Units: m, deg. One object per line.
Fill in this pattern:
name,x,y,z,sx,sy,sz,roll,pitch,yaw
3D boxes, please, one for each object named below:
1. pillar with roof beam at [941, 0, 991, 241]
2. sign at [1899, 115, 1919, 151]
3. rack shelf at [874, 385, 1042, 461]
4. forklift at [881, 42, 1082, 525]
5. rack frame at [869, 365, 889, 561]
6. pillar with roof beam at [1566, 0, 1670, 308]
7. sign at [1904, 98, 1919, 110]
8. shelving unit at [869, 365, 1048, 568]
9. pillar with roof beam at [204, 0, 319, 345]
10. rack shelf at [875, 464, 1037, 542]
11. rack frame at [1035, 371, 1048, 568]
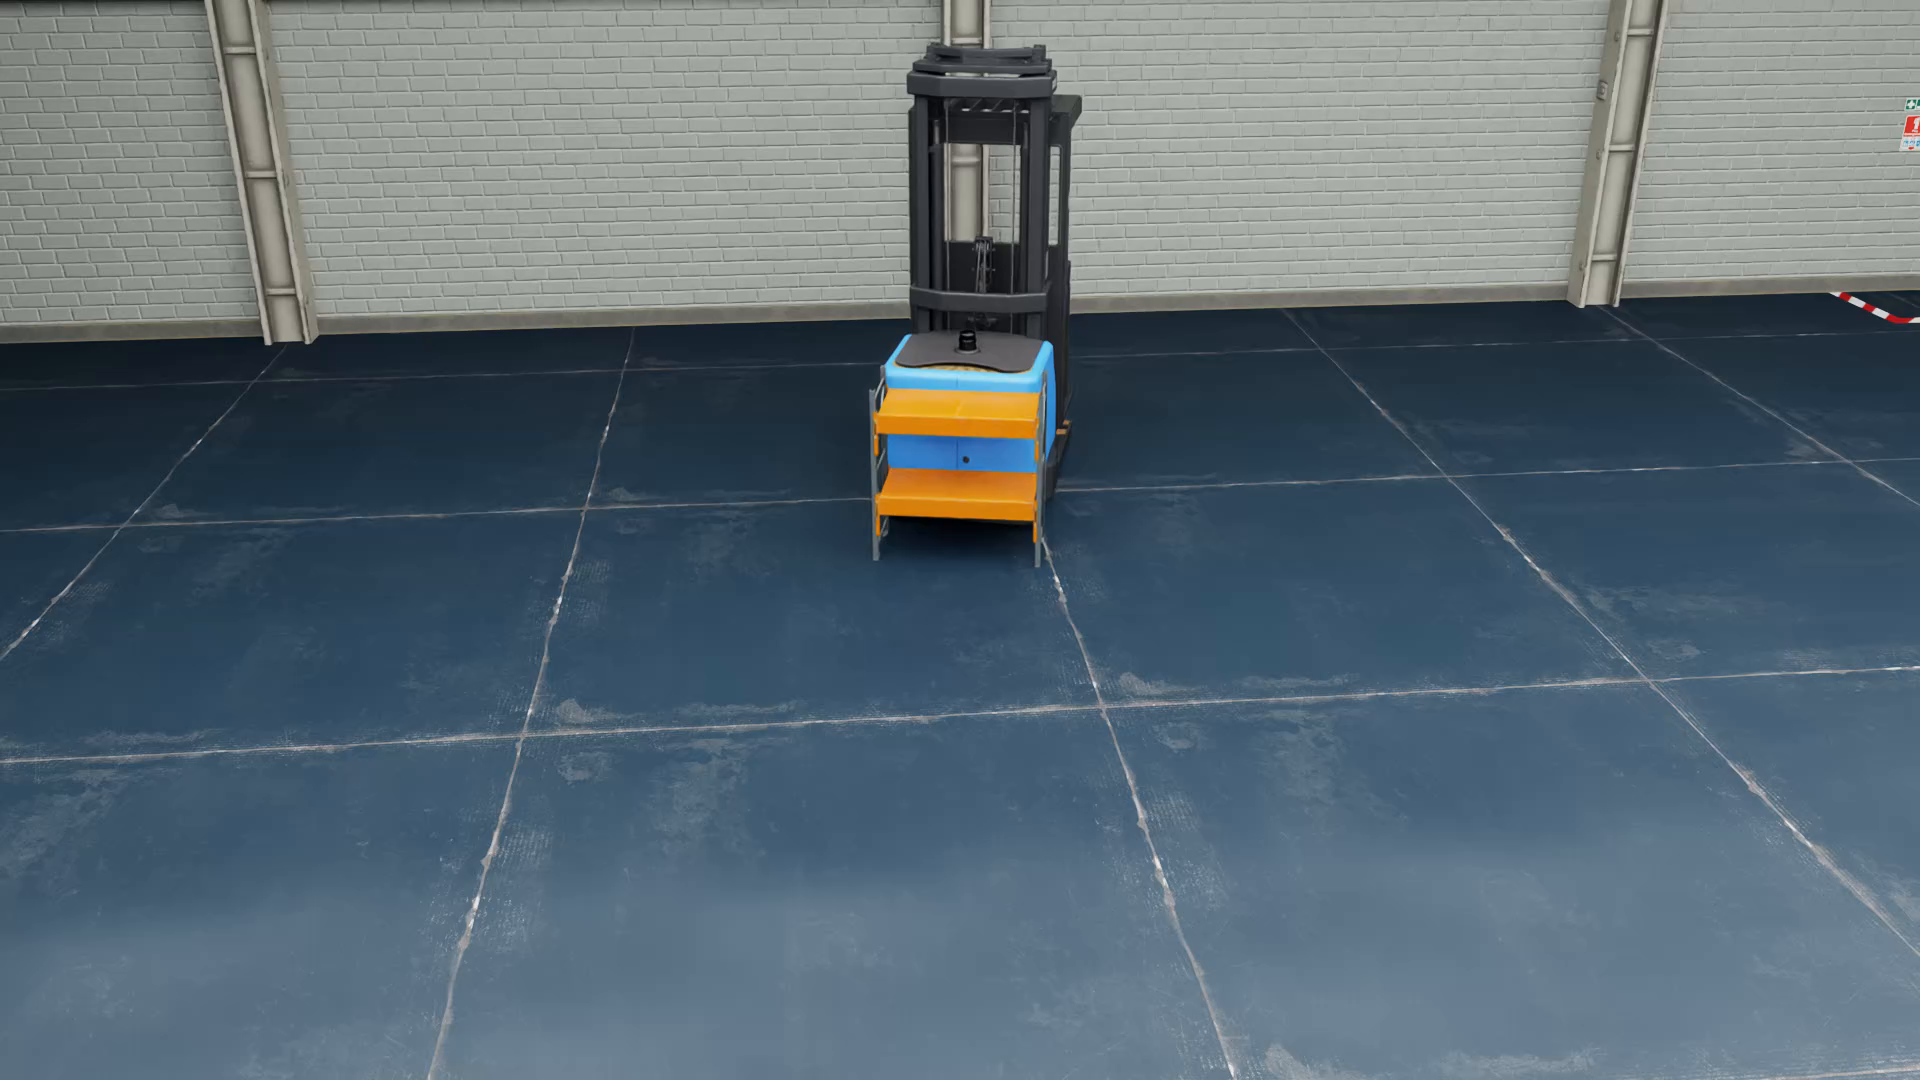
pillar with roof beam,0.470,-4.393,9.554,0.400,9.000,9.100,-2,24,-5
sign,8.965,-3.823,15.615,0.234,0.329,0.001,-2,24,-5
rack shelf,0.001,-0.728,10.282,1.000,0.278,0.538,2,24,5
forklift,0.240,-2.005,11.652,1.130,2.935,3.031,4,24,9
rack frame,-0.505,-0.481,10.448,0.032,1.125,0.500,2,24,5
pillar with roof beam,6.441,-4.632,10.093,0.400,9.000,9.100,-2,24,-5
sign,8.970,-4.062,15.500,0.331,0.109,0.001,-2,24,-5
shelving unit,0.001,-0.460,10.401,1.048,1.125,0.538,2,24,5
pillar with roof beam,-5.501,-4.153,9.015,0.400,9.000,9.100,-2,24,-5
rack shelf,0.001,-0.237,10.500,1.000,0.278,0.538,2,24,5
rack frame,0.507,-0.439,10.354,0.032,1.125,0.500,2,24,5
